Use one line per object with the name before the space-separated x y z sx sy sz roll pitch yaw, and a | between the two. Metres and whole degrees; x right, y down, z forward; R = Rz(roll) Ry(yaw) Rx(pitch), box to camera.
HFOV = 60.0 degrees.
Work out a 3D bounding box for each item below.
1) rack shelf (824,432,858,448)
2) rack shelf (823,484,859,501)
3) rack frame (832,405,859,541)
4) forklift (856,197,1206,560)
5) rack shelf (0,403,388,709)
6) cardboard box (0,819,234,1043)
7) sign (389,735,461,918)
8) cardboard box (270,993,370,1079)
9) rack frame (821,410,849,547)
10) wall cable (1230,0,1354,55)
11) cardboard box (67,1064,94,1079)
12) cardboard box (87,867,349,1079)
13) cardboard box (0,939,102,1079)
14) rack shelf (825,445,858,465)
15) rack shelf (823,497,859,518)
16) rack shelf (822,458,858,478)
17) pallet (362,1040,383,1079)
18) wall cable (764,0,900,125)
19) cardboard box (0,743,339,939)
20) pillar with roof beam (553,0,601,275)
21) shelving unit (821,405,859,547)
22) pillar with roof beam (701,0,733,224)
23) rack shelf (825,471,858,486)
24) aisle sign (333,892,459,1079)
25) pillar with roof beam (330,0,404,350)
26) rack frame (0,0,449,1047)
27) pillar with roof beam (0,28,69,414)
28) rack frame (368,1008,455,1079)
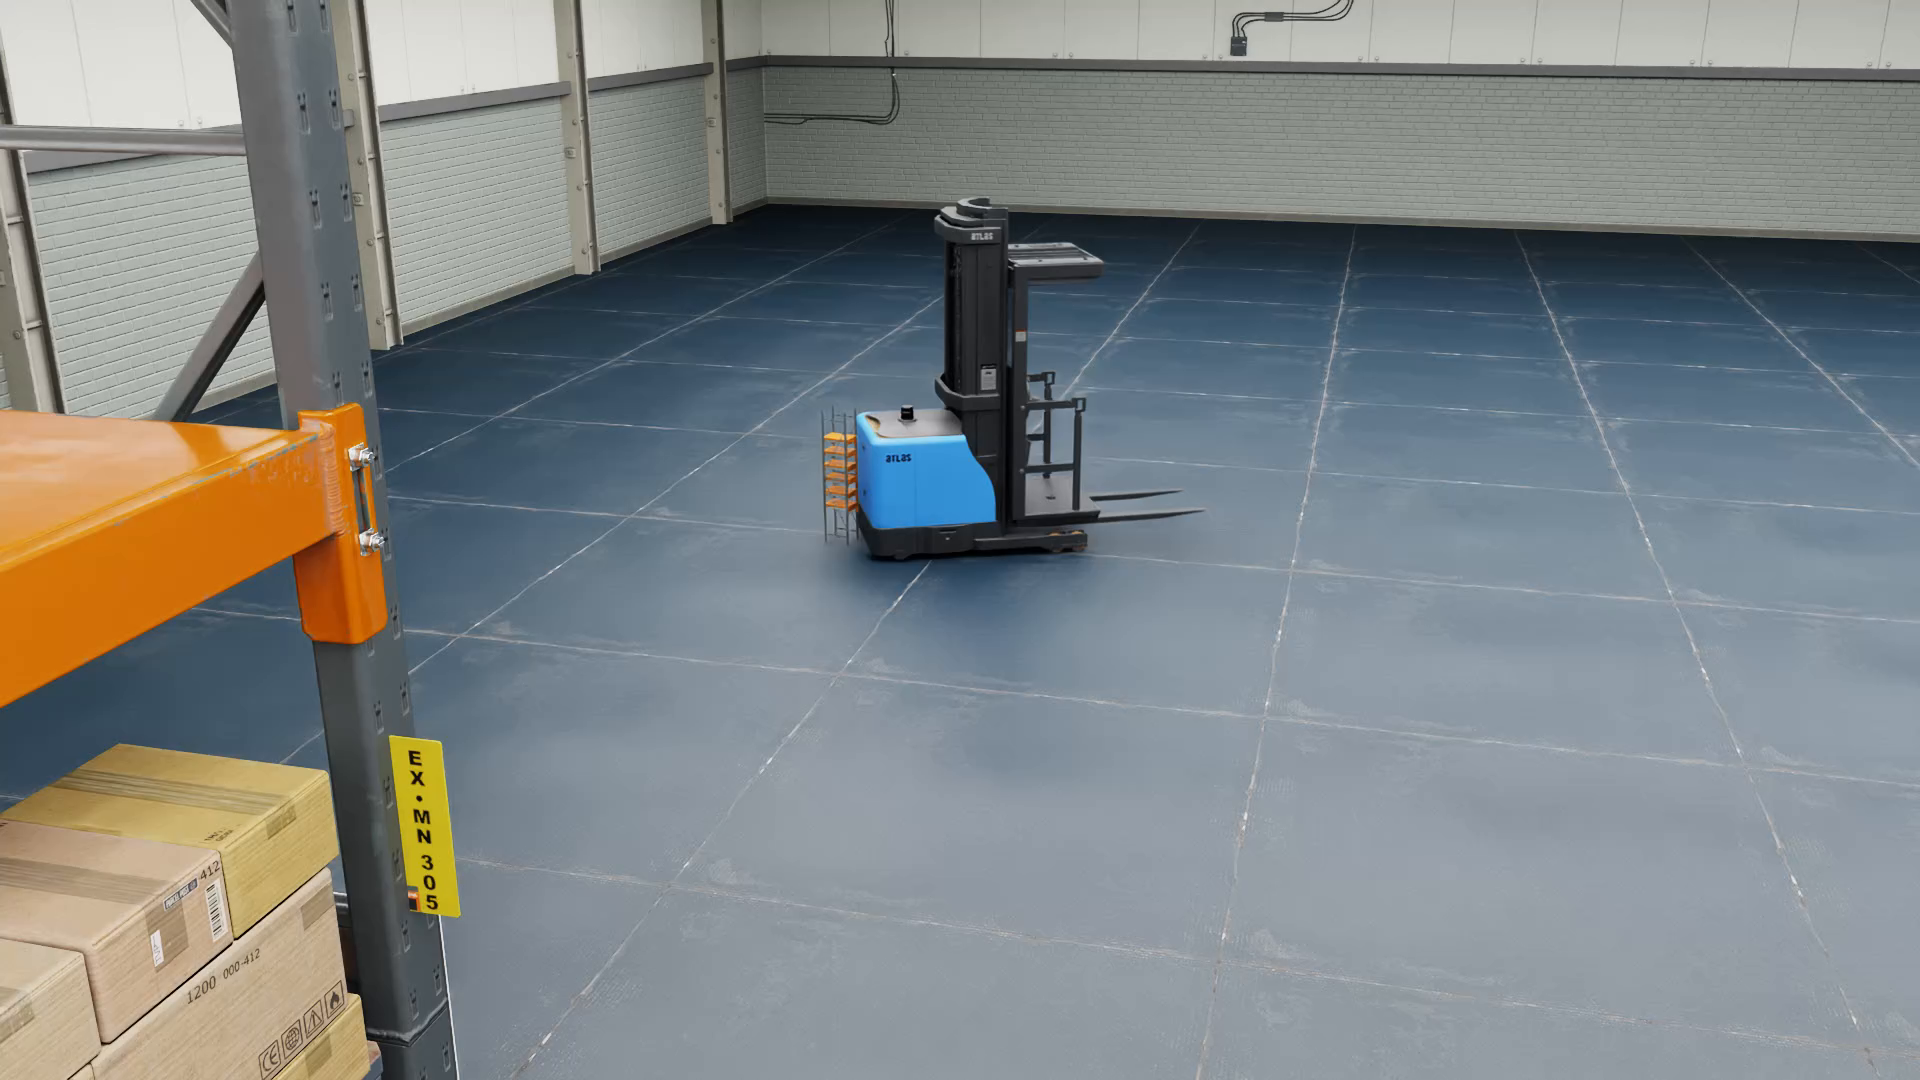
rack shelf | -1.039 -0.850 14.341 0.258 0.103 0.180 9 21 24
rack shelf | -1.040 -0.397 14.499 0.258 0.103 0.180 9 21 24
rack frame | -1.001 -0.579 14.523 0.240 1.200 0.006 9 21 24
forklift | 0.638 -1.445 14.384 3.031 2.935 1.130 -4 19 -11
rack shelf | -1.902 0.549 0.890 1.077 0.370 4.000 5 19 13
cardboard box | -1.229 0.518 2.241 0.380 0.149 0.250 5 19 14
sign | -0.891 0.478 2.761 0.100 0.325 0.005 5 19 13
cardboard box | -1.166 0.816 2.602 0.380 0.149 0.250 5 19 13
rack frame | -1.079 -0.525 14.366 0.240 1.200 0.006 9 21 24
wall cable | 6.437 -12.287 31.477 2.305 6.003 0.169 5 19 13
cardboard box | -1.385 0.828 1.949 0.500 0.250 0.500 5 19 13
cardboard box | -1.262 0.672 2.408 0.500 0.250 0.500 5 19 14
cardboard box | -1.292 0.598 2.005 0.380 0.149 0.250 5 19 14
rack shelf | -1.039 -0.737 14.380 0.258 0.103 0.180 9 21 24
rack shelf | -1.040 -0.283 14.538 0.258 0.103 0.180 9 21 24
rack shelf | -1.039 -0.623 14.420 0.258 0.103 0.180 9 21 24
pallet | -1.585 1.087 2.360 1.003 0.211 1.213 5 19 13
wall cable | -2.765 -9.963 34.739 3.097 2.526 0.112 5 19 13
cardboard box | -1.167 0.440 2.469 0.380 0.149 0.250 5 19 14
pillar with roof beam | -2.058 -8.393 25.338 9.100 9.000 0.400 5 19 13
shelving unit | -1.040 -0.552 14.445 0.258 1.200 0.189 9 21 24
pillar with roof beam | -0.592 -10.274 30.844 9.100 9.000 0.400 5 19 13
rack shelf | -1.040 -0.510 14.459 0.258 0.103 0.180 9 21 24
aisle sign | -1.105 1.003 3.090 0.394 0.787 0.004 5 19 13
pillar with roof beam | -3.524 -6.512 19.832 9.100 9.000 0.400 5 19 13
rack frame | -1.414 -0.608 2.544 1.000 3.000 0.127 5 19 13
pillar with roof beam | -4.990 -4.632 14.326 9.100 9.000 0.400 5 19 13
rack frame | -1.414 2.231 3.514 1.000 3.000 0.127 5 19 13
